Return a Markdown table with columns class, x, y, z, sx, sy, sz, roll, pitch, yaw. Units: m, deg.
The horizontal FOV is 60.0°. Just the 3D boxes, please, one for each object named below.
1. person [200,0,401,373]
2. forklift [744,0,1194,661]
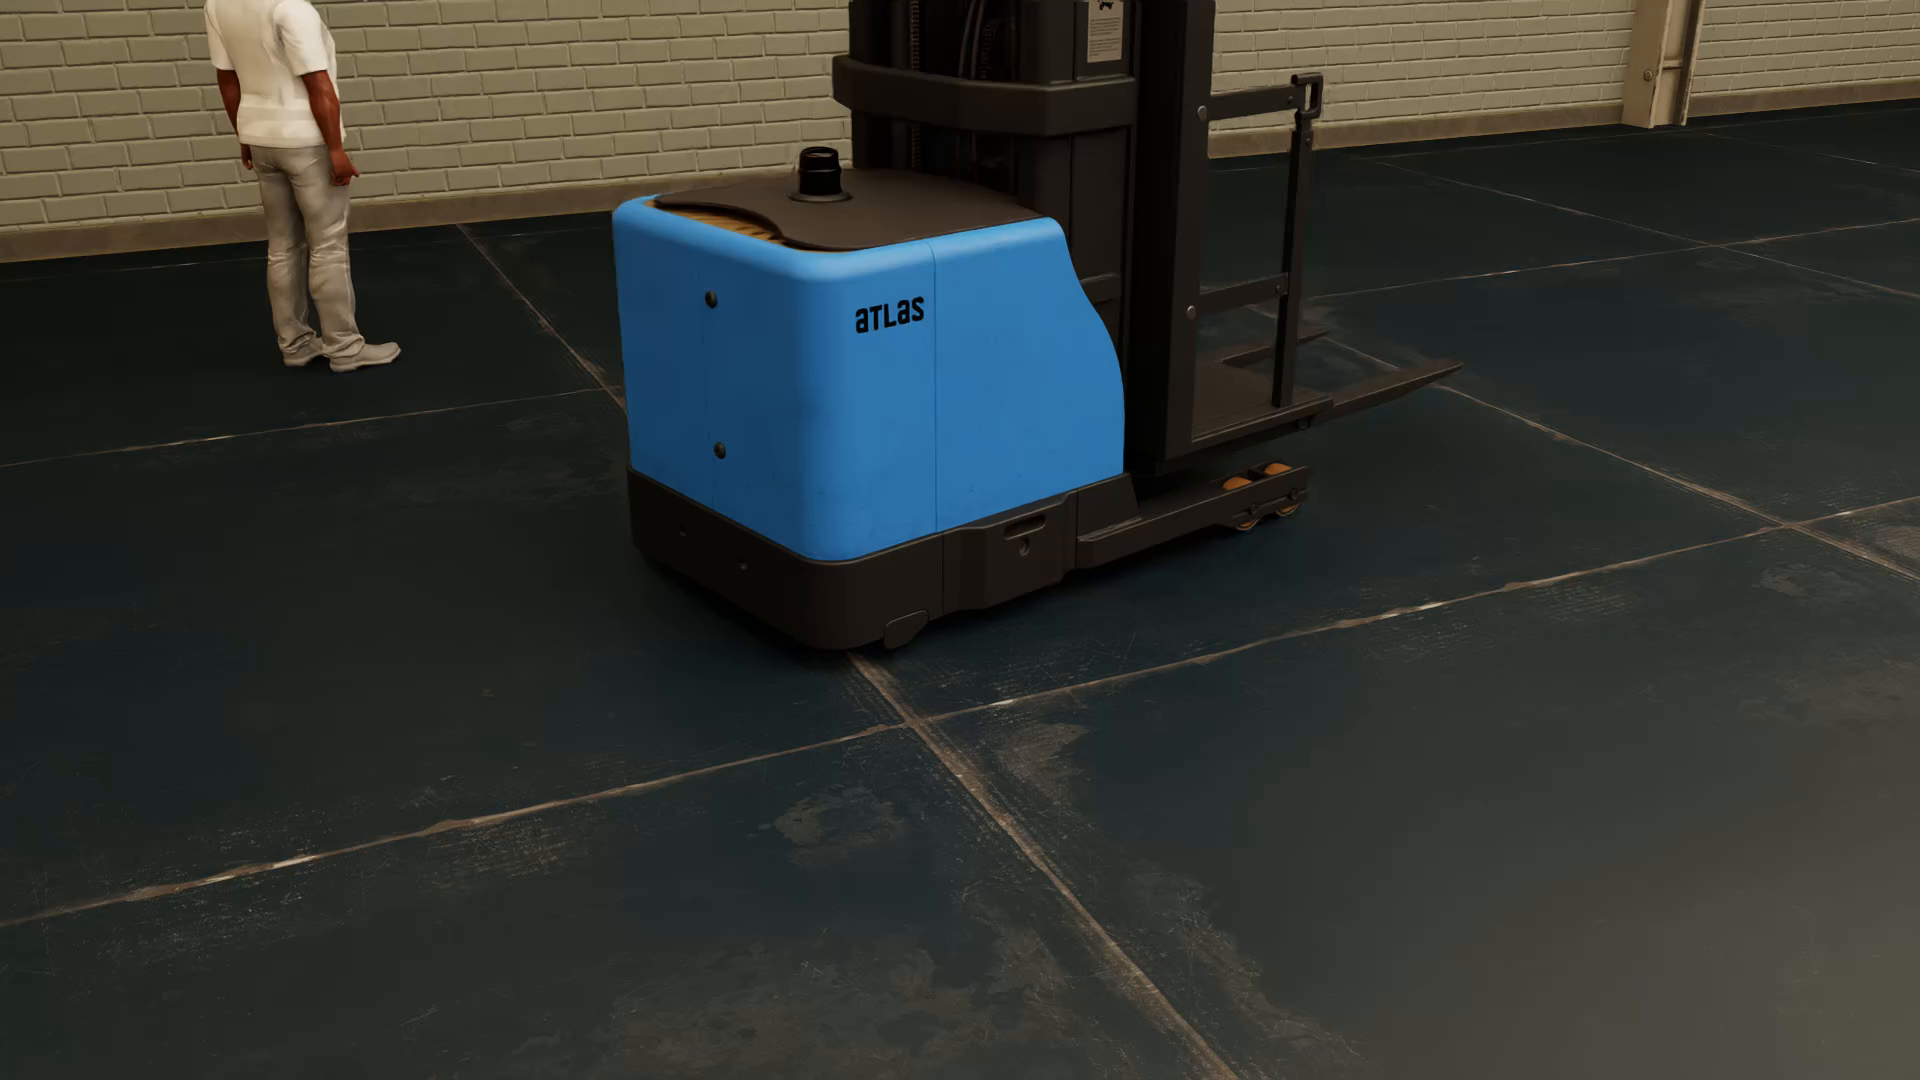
| class | x | y | z | sx | sy | sz | roll | pitch | yaw |
| --- | --- | --- | --- | --- | --- | --- | --- | --- | --- |
| person | -2.619 | -1.553 | 6.543 | 0.556 | 1.770 | 0.391 | 11 | 25 | 24 |
| forklift | -0.112 | -1.579 | 5.086 | 1.130 | 2.935 | 3.031 | -3 | 23 | -6 |
